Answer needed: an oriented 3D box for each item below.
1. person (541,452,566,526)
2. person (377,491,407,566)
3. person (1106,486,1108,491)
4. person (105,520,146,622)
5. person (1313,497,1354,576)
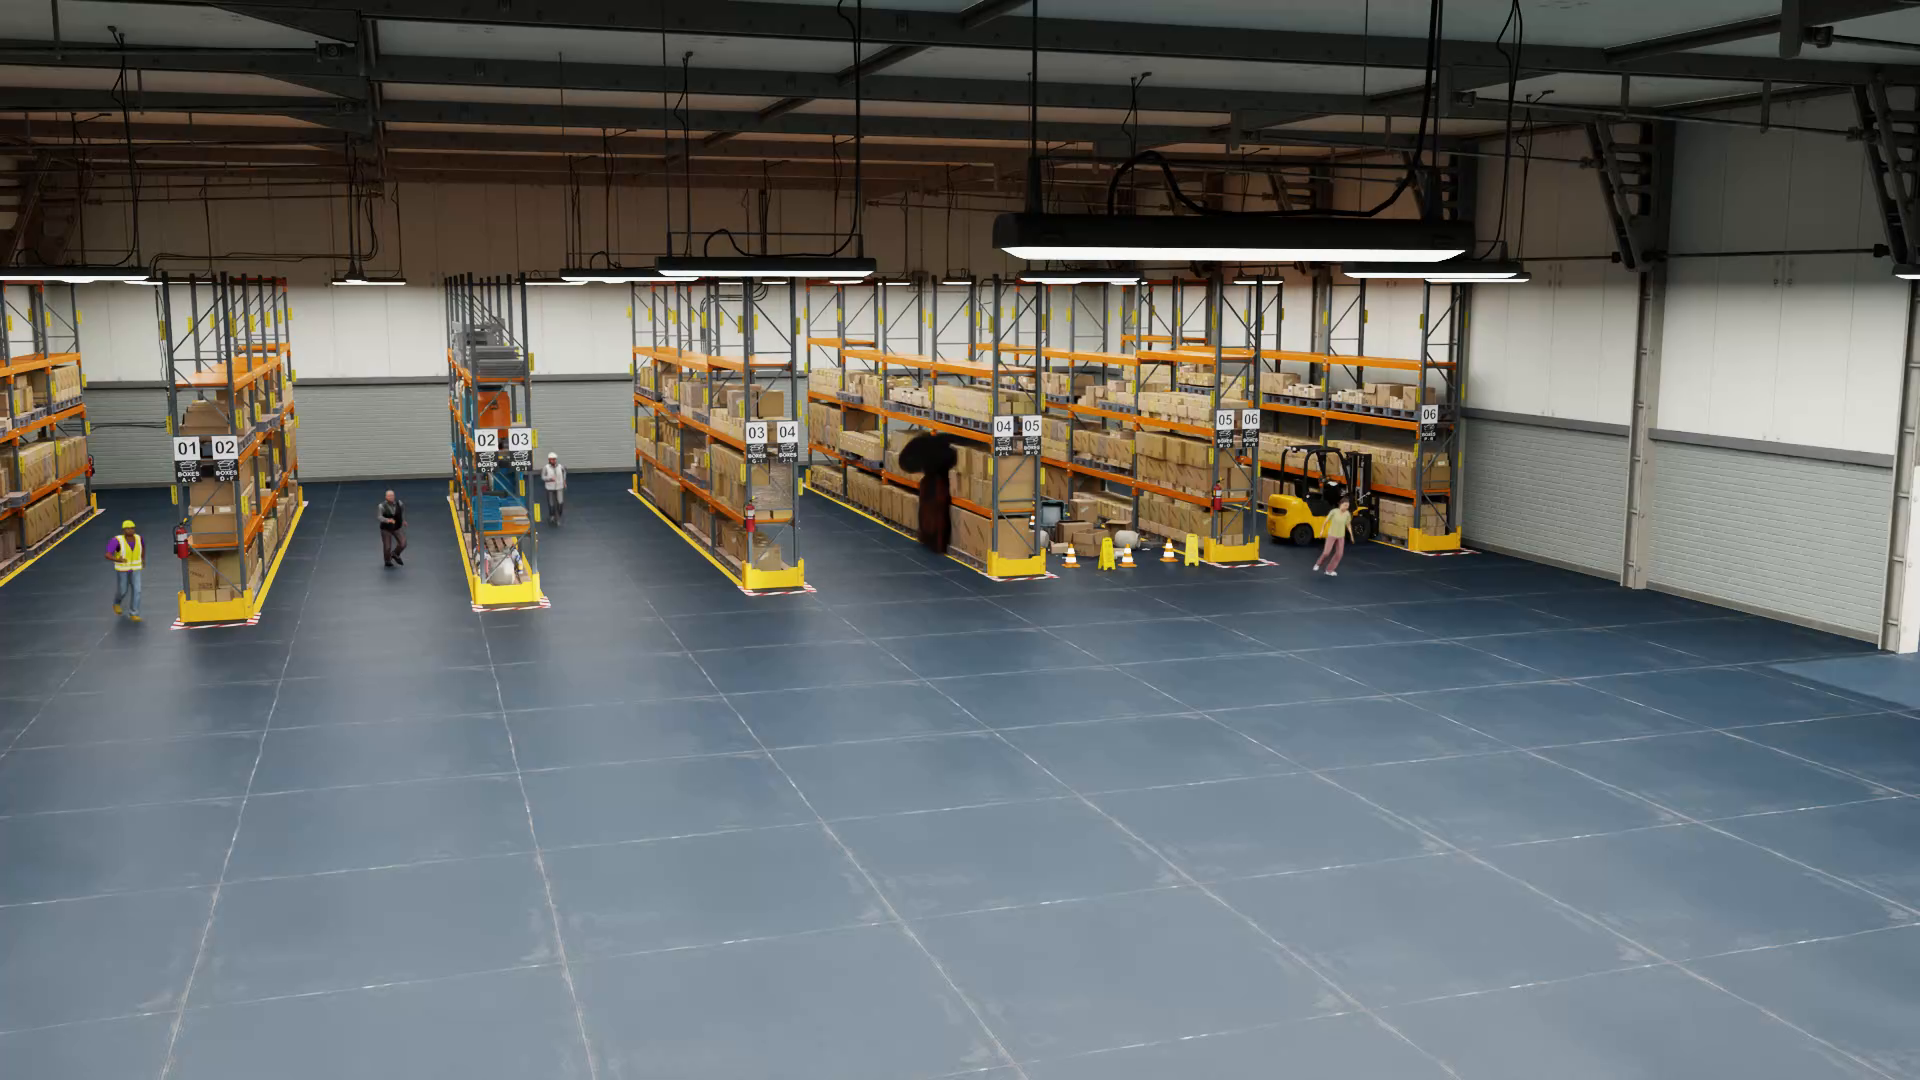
[{"bbox_3d":[-9.841,-1.225,40.353,0.610,1.805,0.815,-3,9,-18],"label":"person"},{"bbox_3d":[-11.665,-0.224,34.180,0.666,1.619,0.883,-6,10,-35],"label":"person"},{"bbox_3d":[3.908,-2.042,46.118,0.542,1.636,0.832,-5,10,-30],"label":"person"},{"bbox_3d":[-14.446,0.515,28.853,0.707,1.742,0.933,-8,11,-41],"label":"person"},{"bbox_3d":[7.483,-0.078,33.284,0.721,1.587,0.614,-2,9,-12],"label":"person"}]
